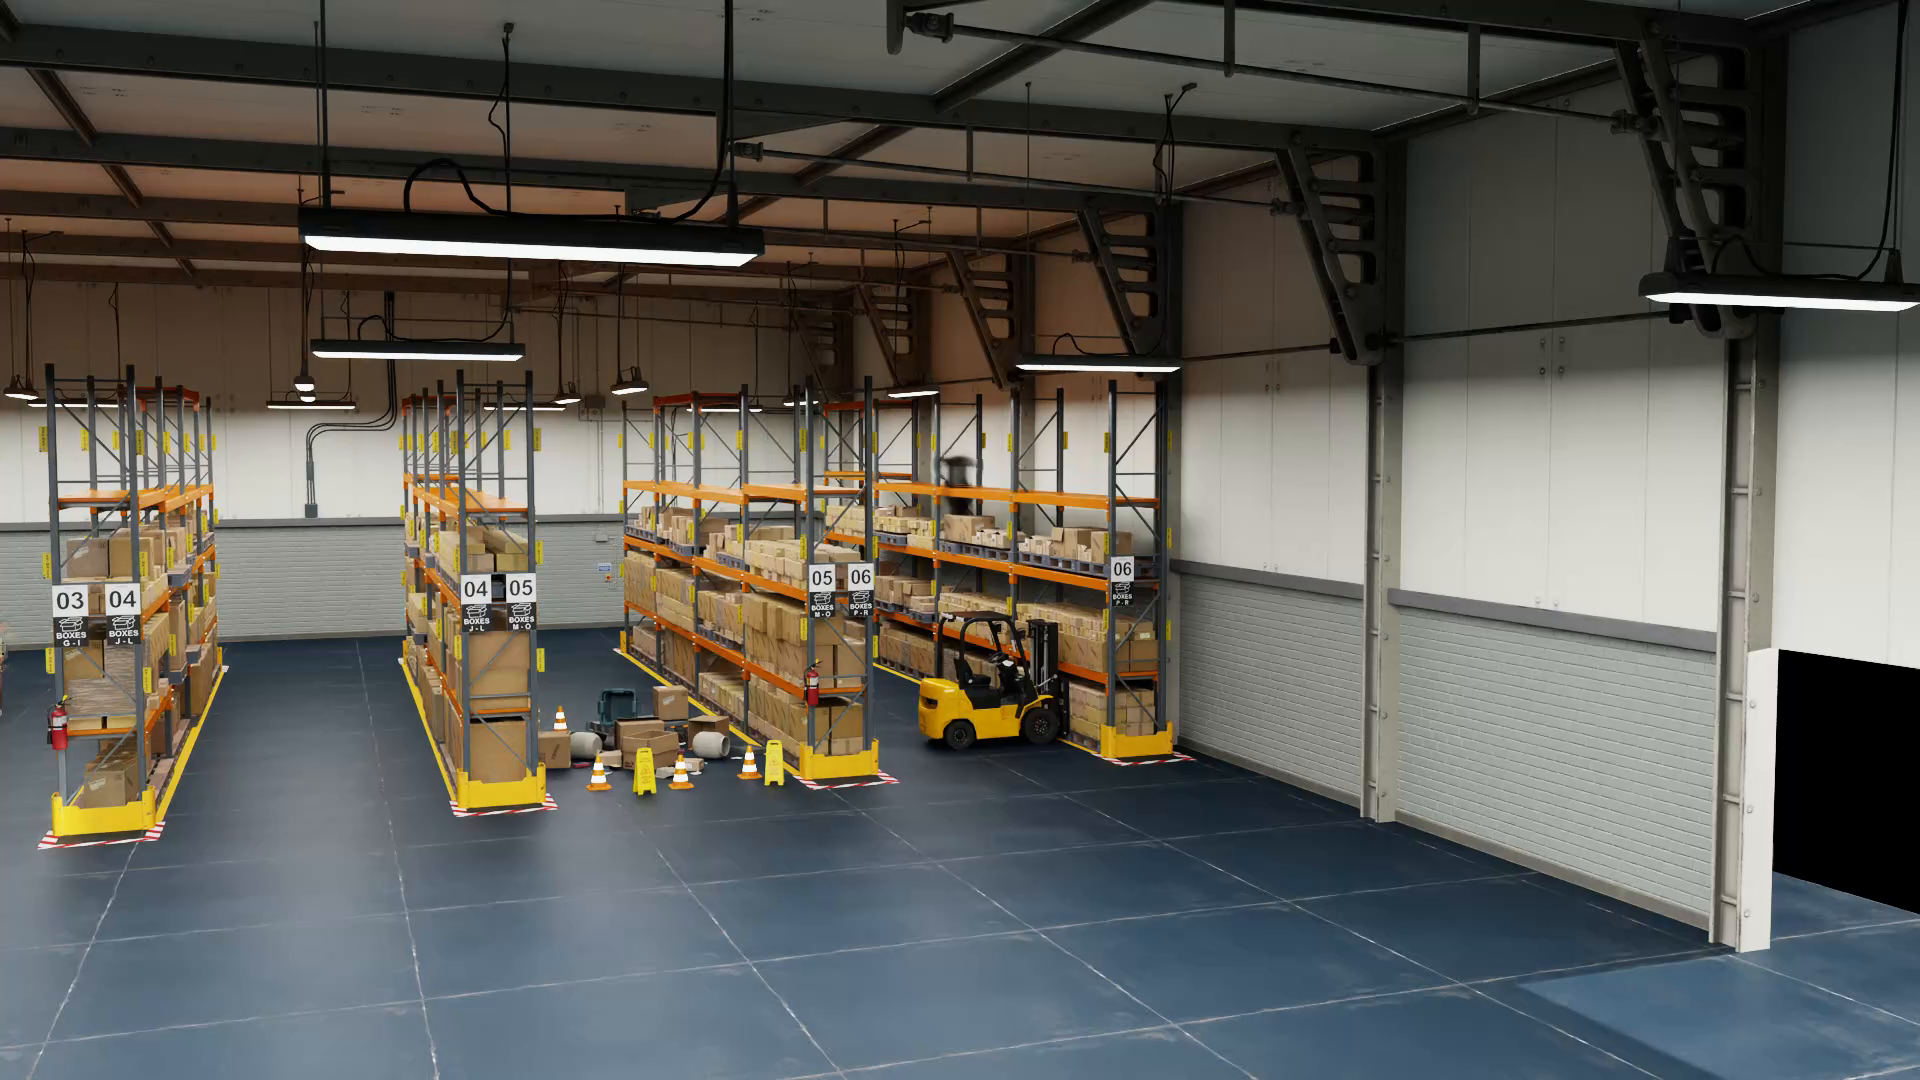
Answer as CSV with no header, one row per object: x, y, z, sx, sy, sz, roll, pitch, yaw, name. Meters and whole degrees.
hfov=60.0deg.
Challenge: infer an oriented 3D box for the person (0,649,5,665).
-17.302,2.436,29.556,0.576,1.647,0.641,-2,4,-26,person
